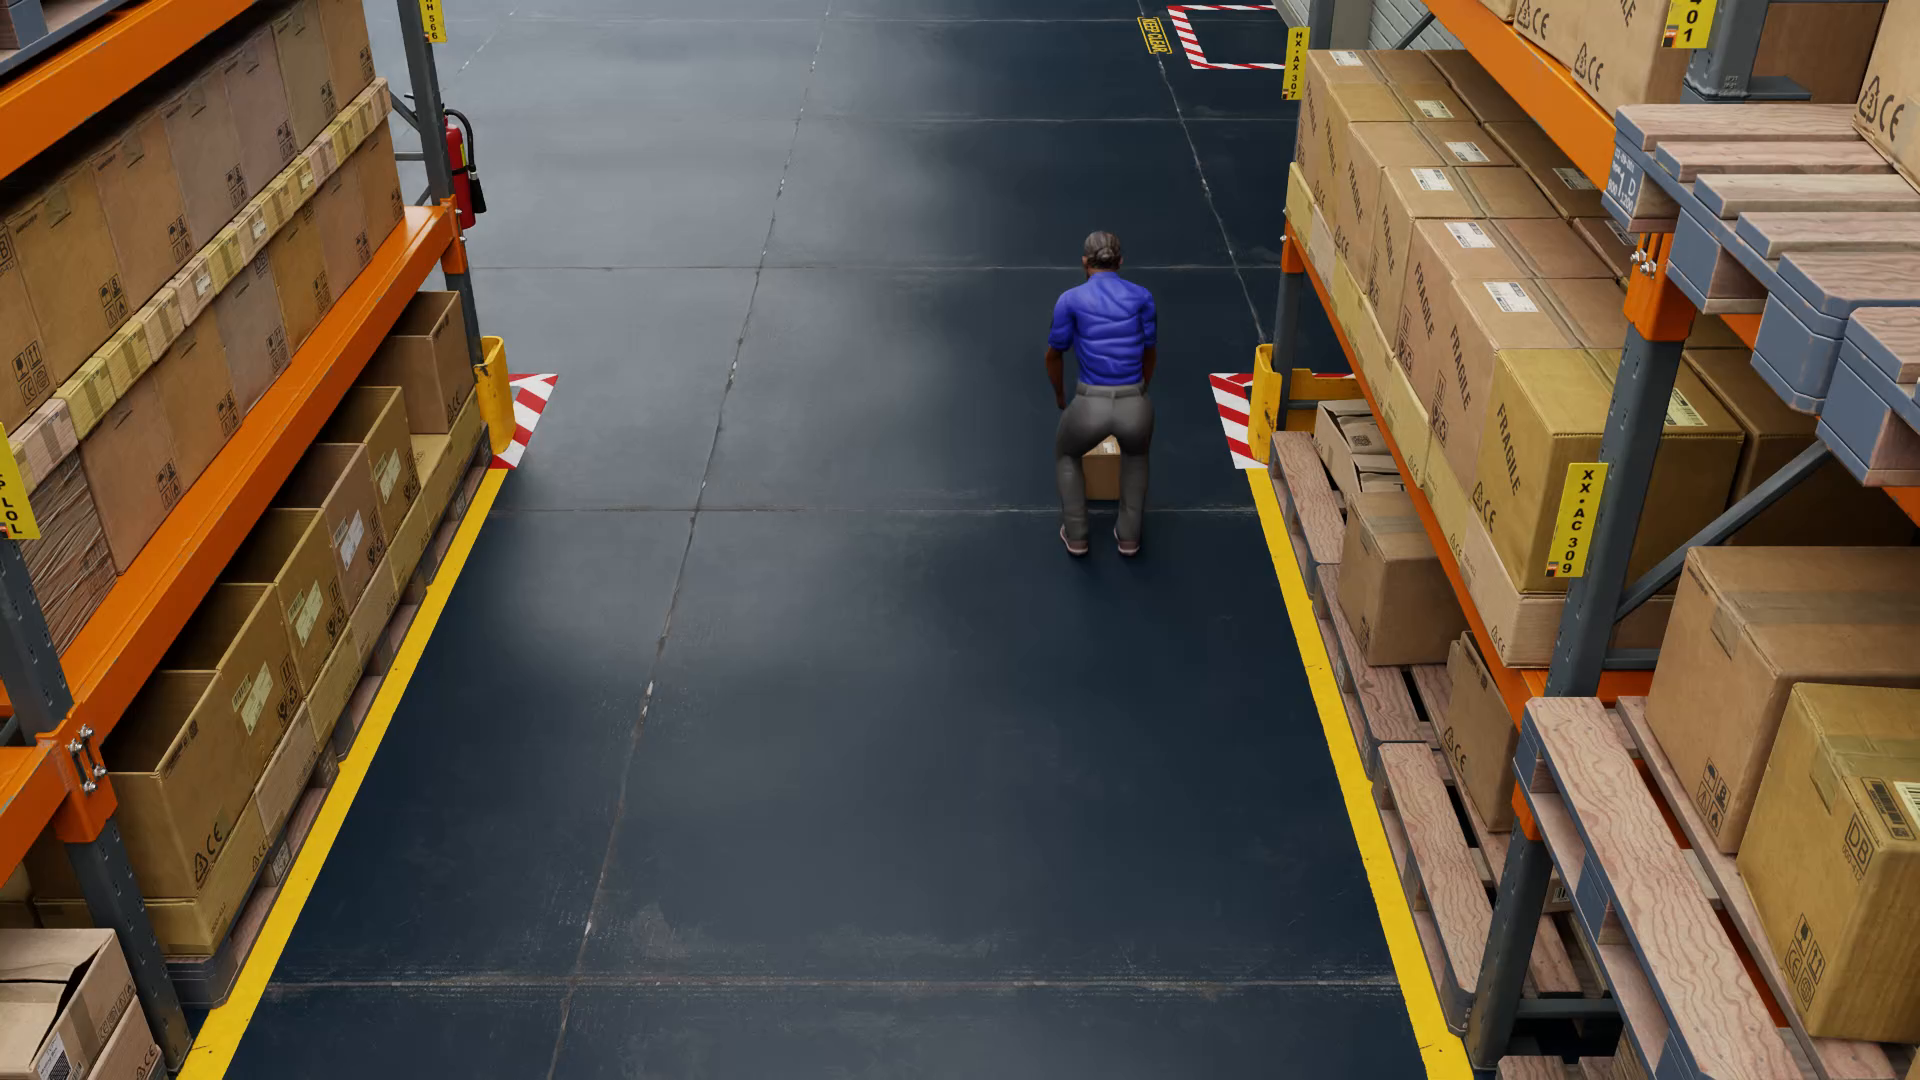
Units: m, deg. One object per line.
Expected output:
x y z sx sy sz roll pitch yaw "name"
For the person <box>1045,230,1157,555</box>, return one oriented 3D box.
0.617 -0.603 7.333 0.492 1.441 0.576 0 32 0 "person"
